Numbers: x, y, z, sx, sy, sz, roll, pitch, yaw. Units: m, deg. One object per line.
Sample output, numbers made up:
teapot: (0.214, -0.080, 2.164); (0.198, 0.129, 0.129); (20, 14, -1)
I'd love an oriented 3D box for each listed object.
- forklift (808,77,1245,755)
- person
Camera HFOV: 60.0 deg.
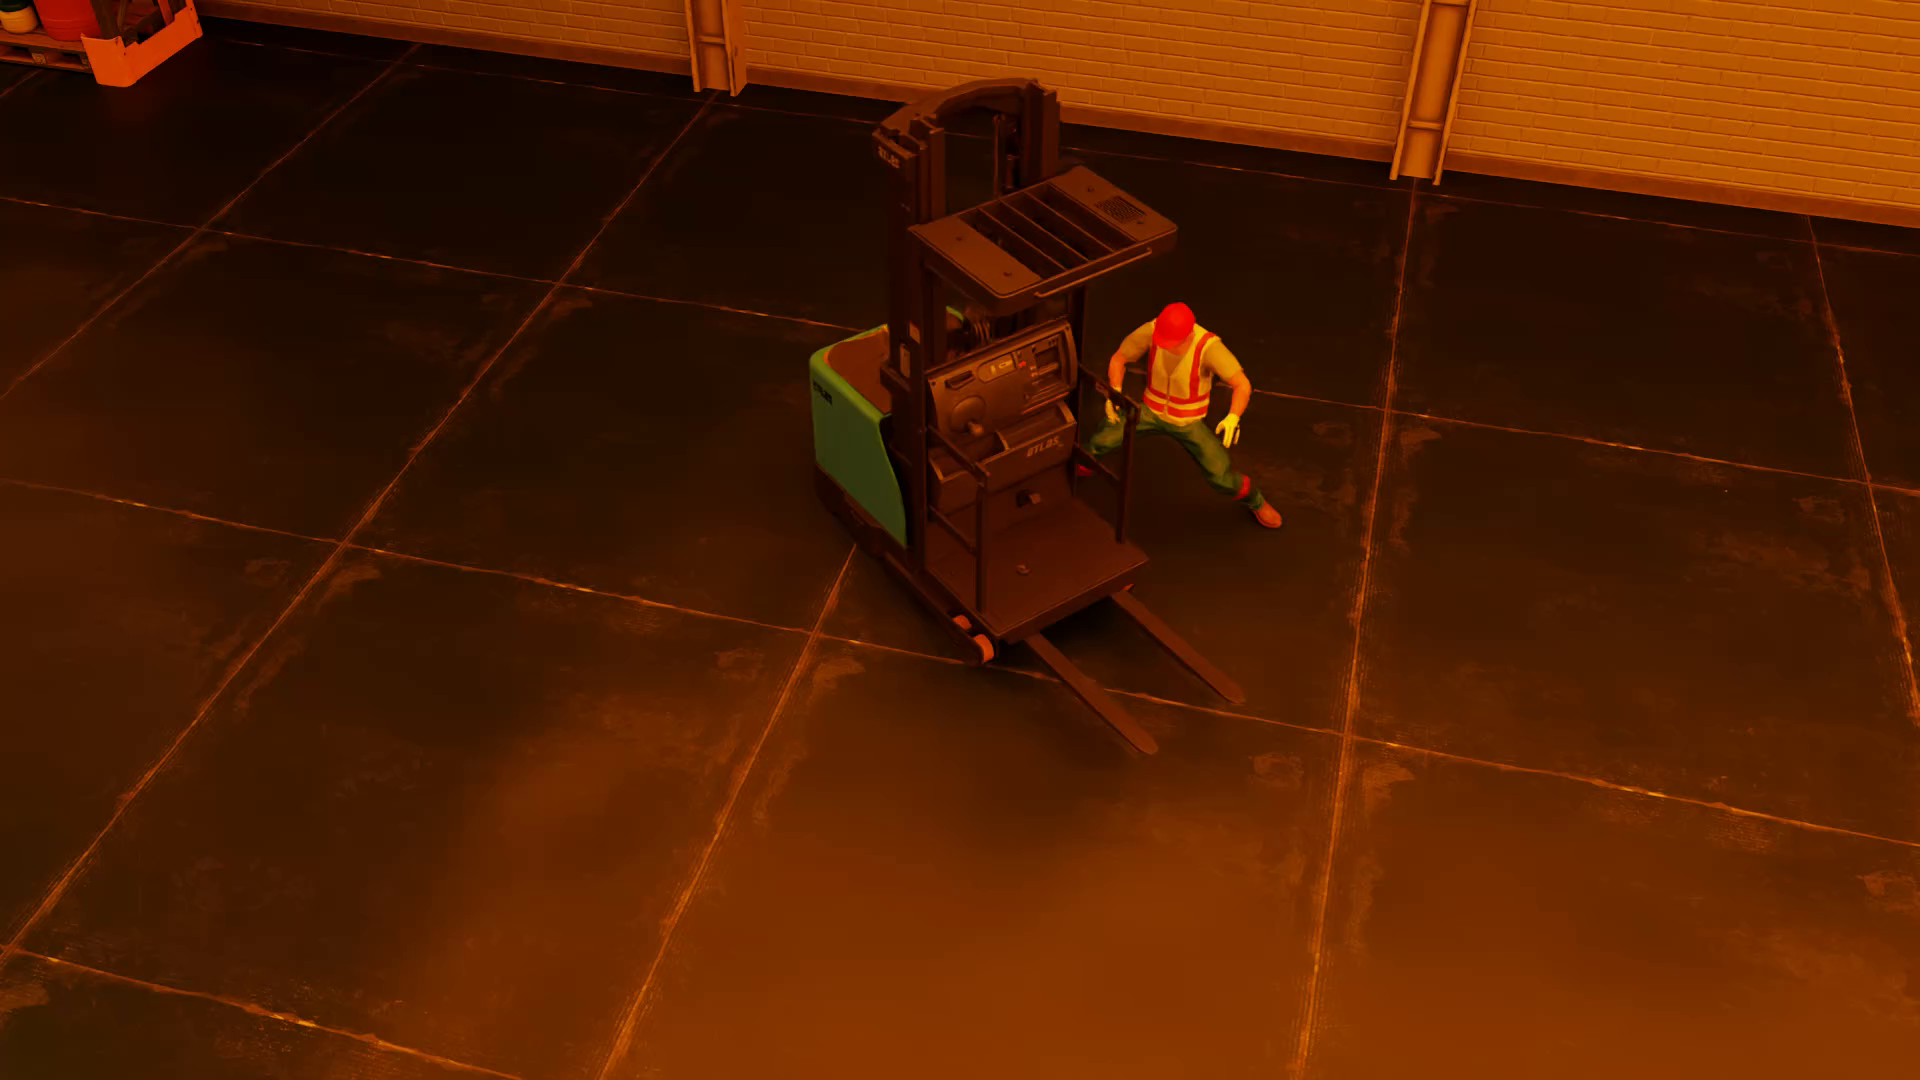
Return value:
forklift: (0.361, -0.776, 8.747); (1.130, 2.935, 3.031); (-25, 47, -26)
person: (1.247, -0.687, 9.667); (1.313, 1.540, 0.846); (19, 45, 21)
